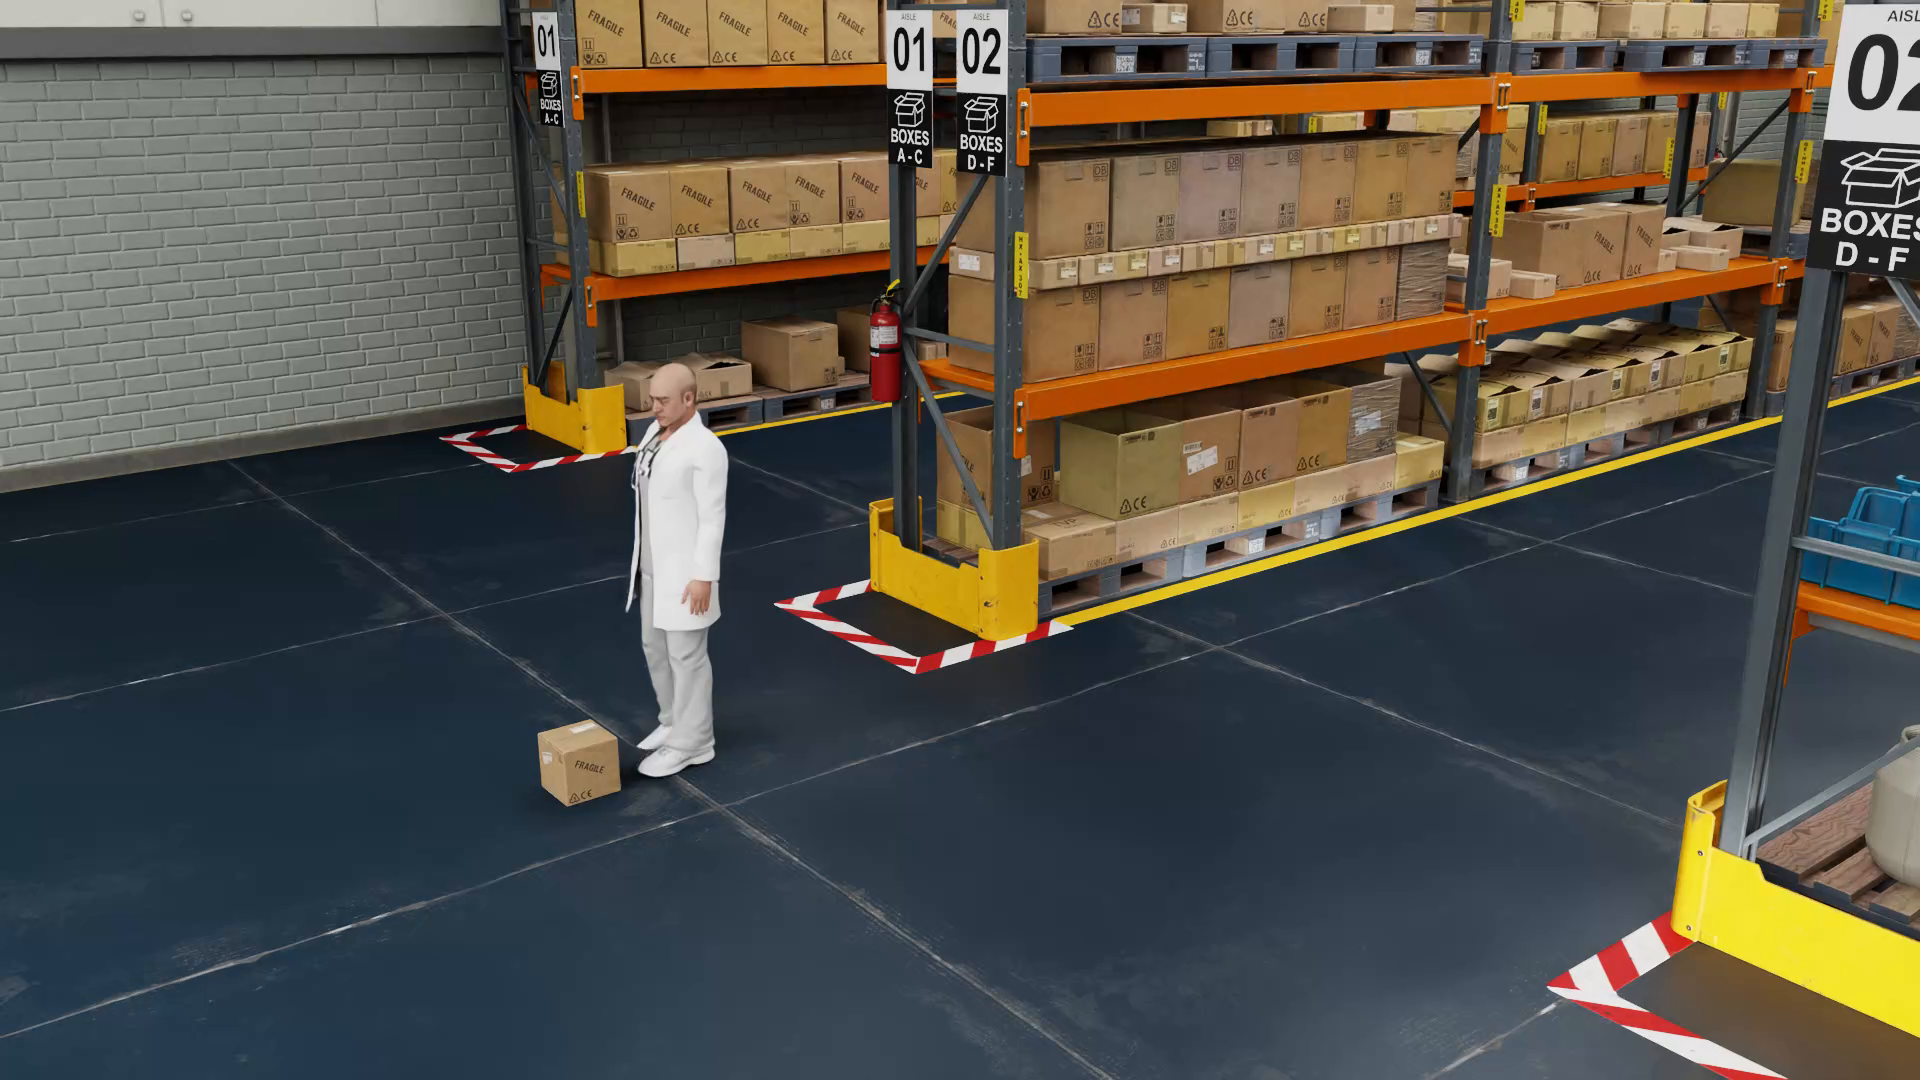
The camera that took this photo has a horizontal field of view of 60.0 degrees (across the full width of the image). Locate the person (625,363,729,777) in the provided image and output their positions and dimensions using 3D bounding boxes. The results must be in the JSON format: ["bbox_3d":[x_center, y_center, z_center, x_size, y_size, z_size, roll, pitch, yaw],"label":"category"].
[{"bbox_3d":[-1.244,0.152,7.153,0.485,1.840,0.577,-13,22,-36],"label":"person"}]
